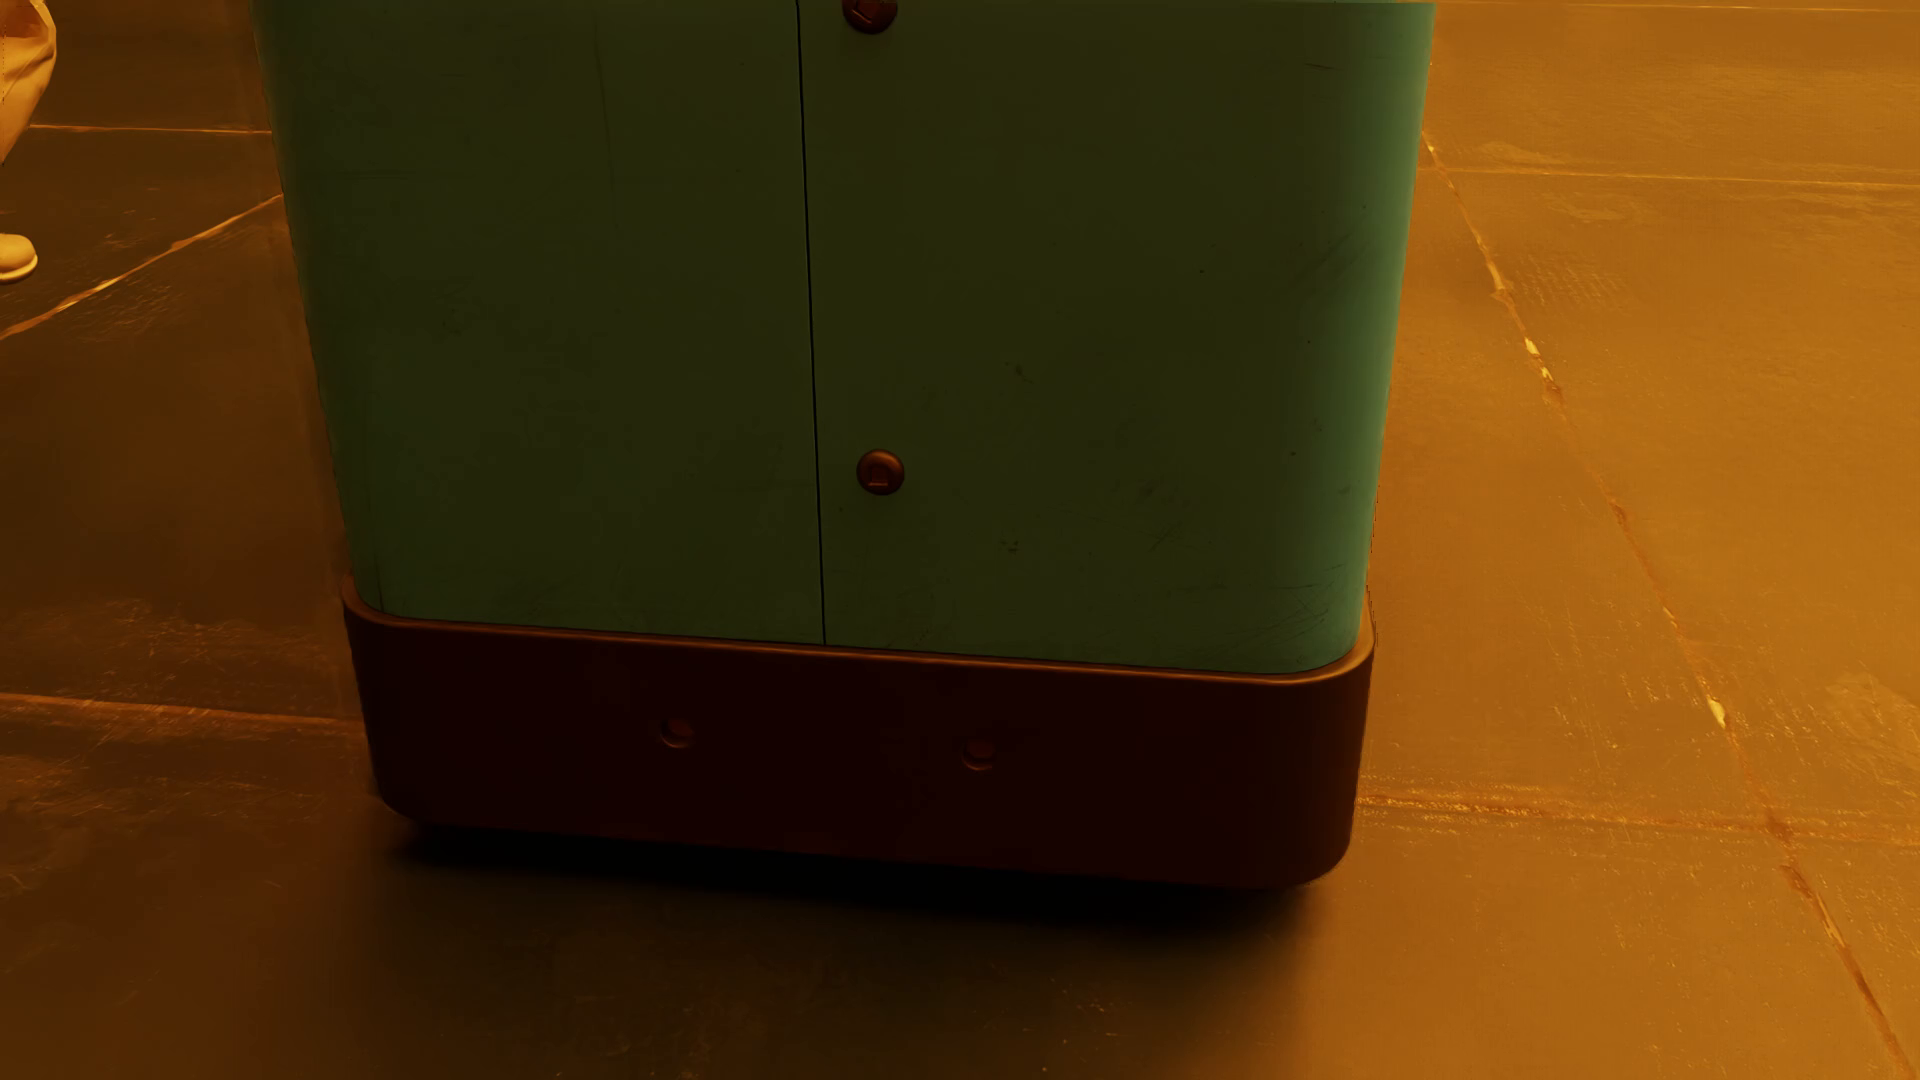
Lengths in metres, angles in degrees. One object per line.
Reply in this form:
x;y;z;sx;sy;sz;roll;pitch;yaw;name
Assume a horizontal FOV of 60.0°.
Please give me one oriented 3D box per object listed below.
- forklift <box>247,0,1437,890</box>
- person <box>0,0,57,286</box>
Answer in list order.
0.063;-1.595;2.414;1.130;2.935;3.031;3;27;7;forklift
-1.812;-1.085;2.642;0.707;1.665;0.439;4;27;8;person
